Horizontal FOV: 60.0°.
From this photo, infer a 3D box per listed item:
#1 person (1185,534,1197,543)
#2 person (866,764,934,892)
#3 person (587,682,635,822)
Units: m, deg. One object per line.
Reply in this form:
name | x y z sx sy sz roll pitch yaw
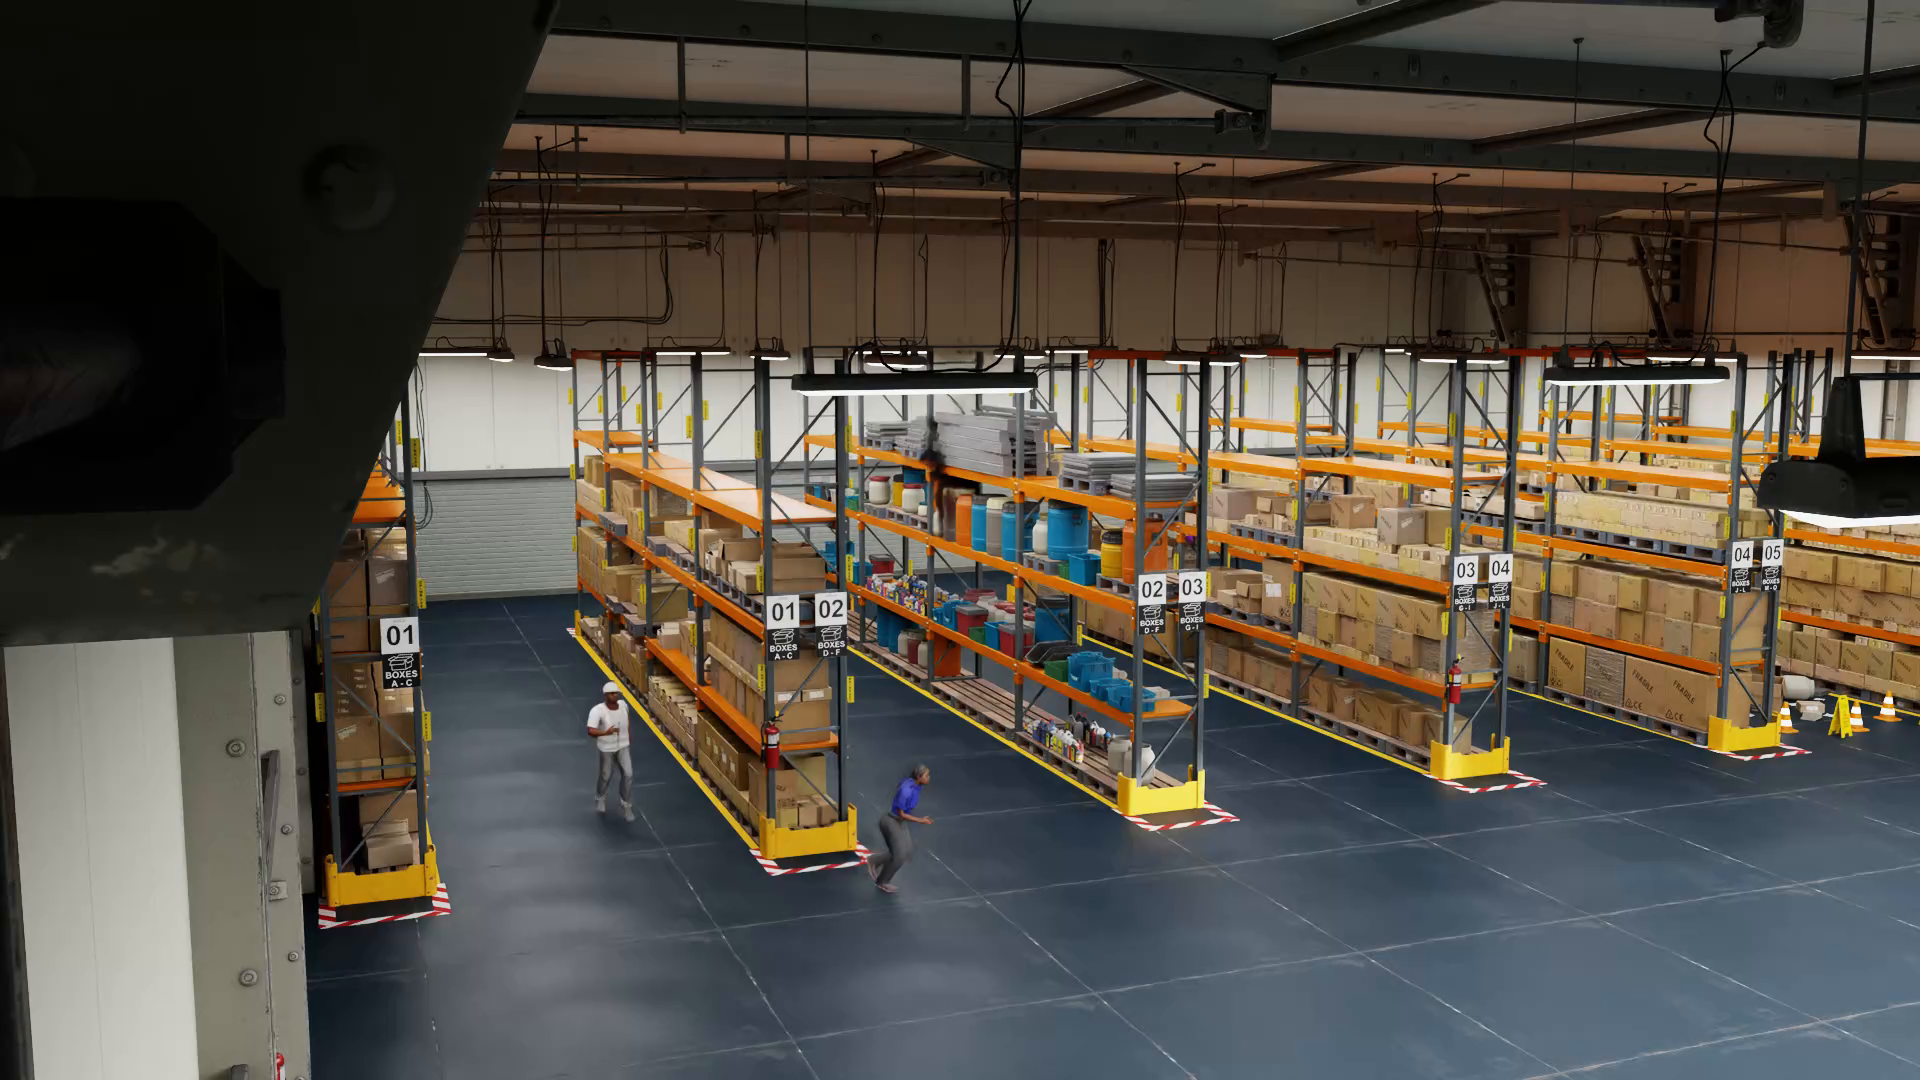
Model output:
person | 5.582 0.353 41.467 0.915 1.715 0.700 -1 7 -5
person | -0.653 3.259 18.934 0.760 1.503 0.577 1 7 11
person | -4.558 2.754 21.755 0.720 1.834 0.787 -5 9 -36
